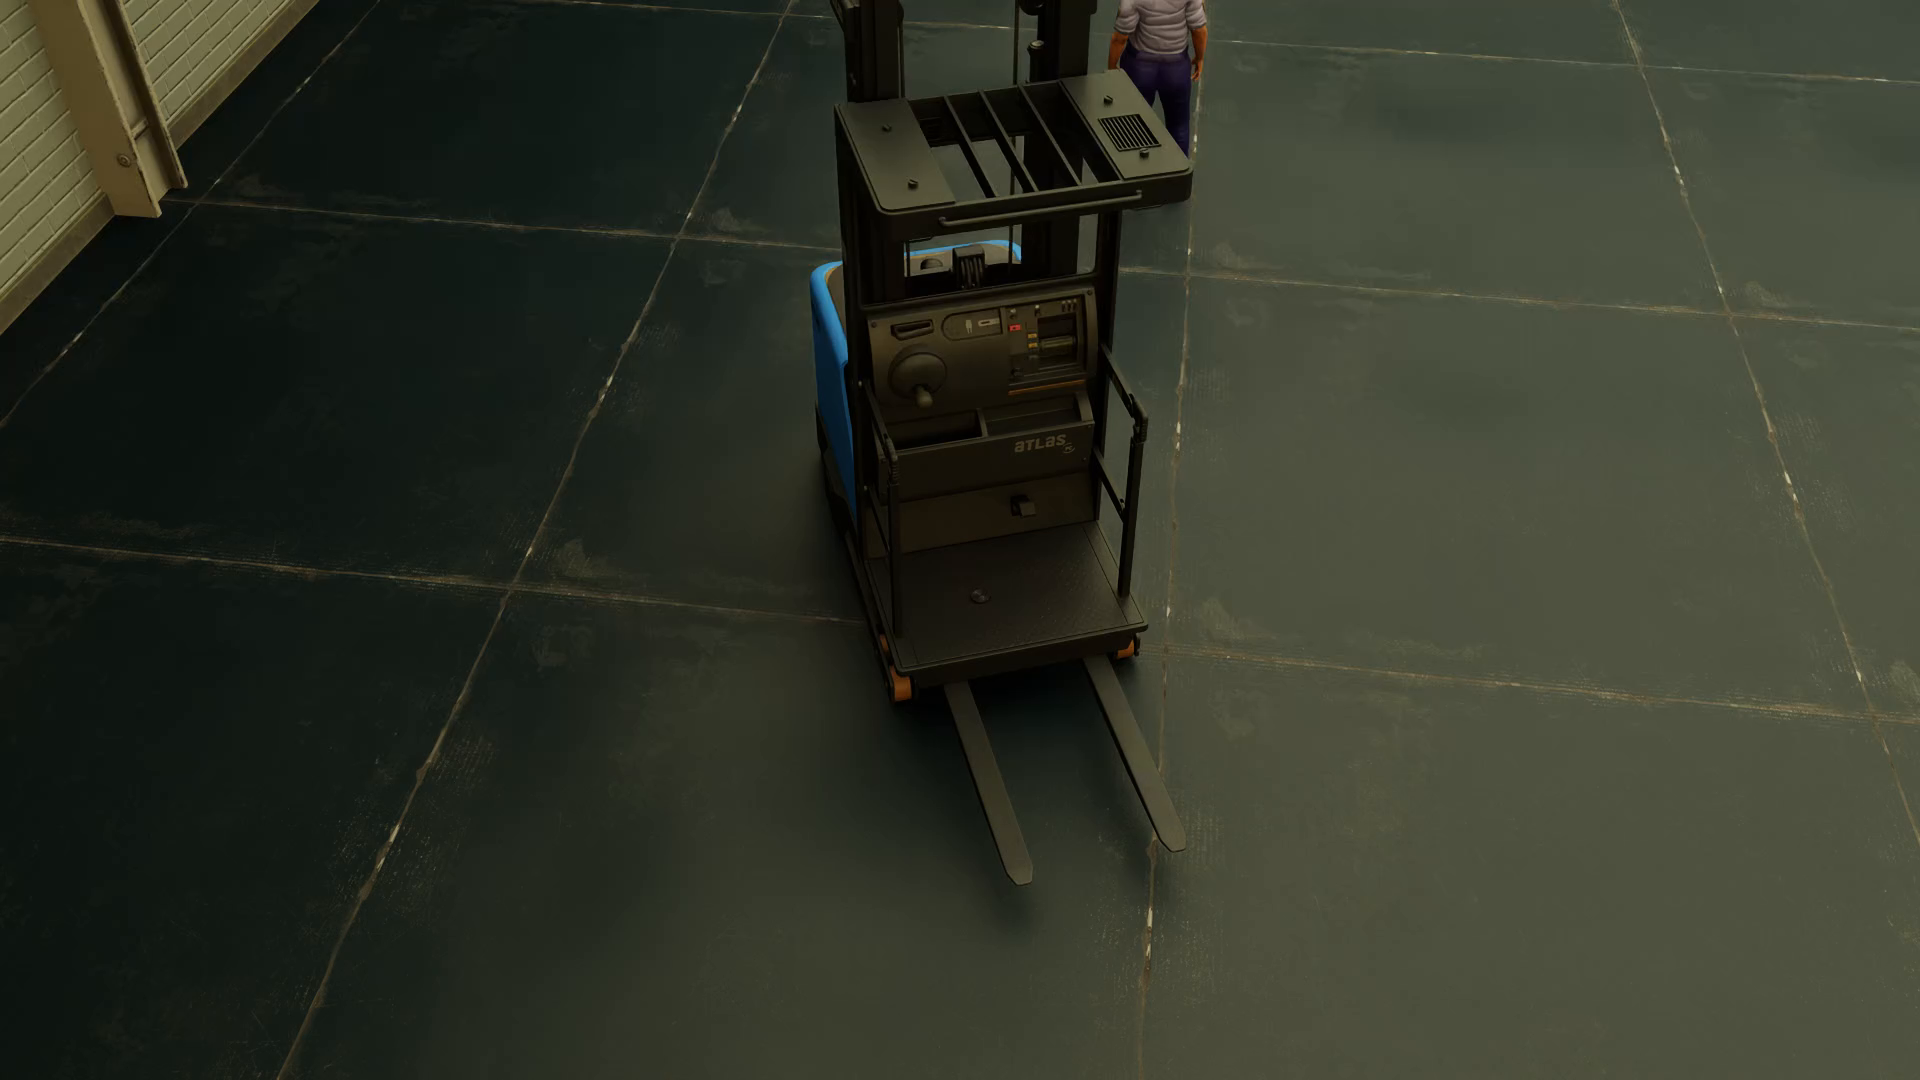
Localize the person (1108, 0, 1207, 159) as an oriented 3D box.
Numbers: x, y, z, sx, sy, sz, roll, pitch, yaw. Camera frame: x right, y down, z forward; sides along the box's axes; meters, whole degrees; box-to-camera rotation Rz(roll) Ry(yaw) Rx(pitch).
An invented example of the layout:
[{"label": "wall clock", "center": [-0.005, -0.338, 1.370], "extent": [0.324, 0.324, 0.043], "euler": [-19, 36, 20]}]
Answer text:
[{"label": "person", "center": [1.144, -2.761, 9.678], "extent": [0.598, 1.638, 0.502], "euler": [-2, 43, -2]}]

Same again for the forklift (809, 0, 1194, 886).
[{"label": "forklift", "center": [0.153, -0.681, 6.465], "extent": [1.130, 2.935, 3.031], "euler": [-10, 44, -11]}]
